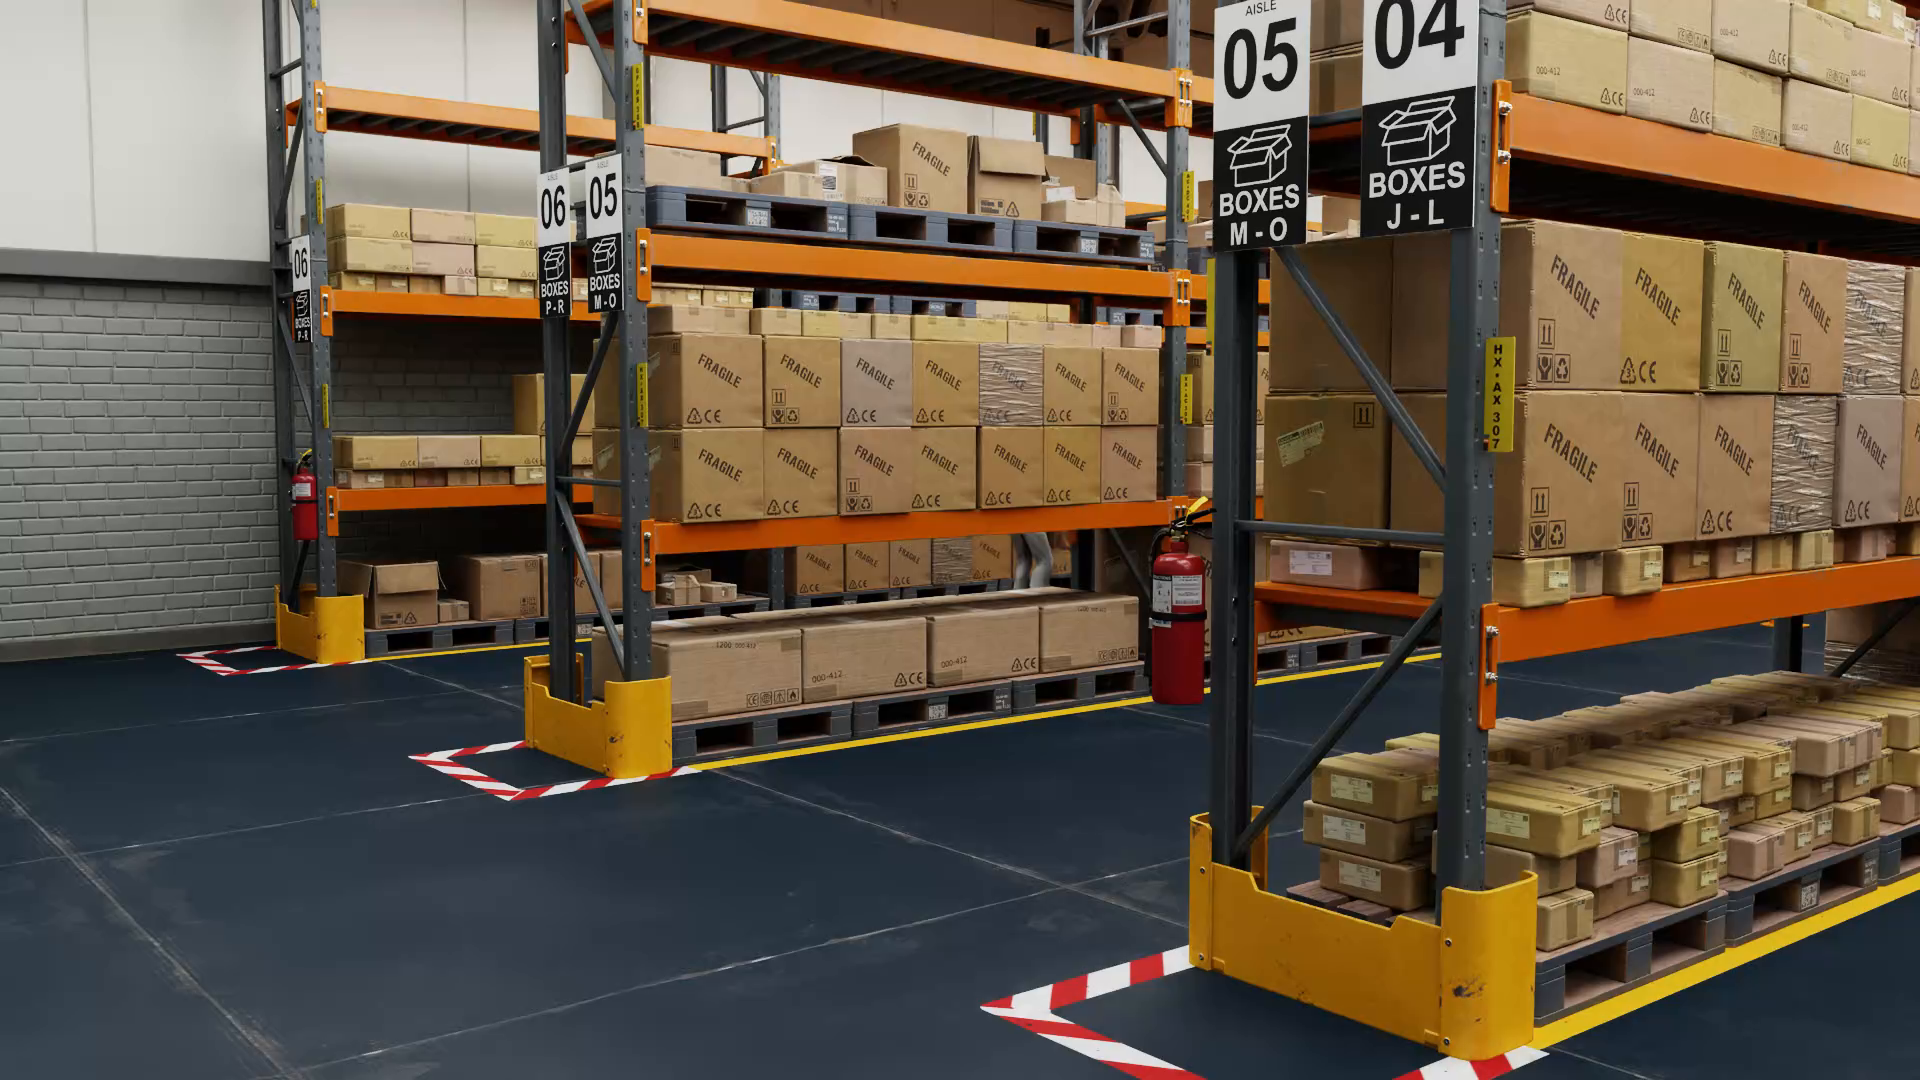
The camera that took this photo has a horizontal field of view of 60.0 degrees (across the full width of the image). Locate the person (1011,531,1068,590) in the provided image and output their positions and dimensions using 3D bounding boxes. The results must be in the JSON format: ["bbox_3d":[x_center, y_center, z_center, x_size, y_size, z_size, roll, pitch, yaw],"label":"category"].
[{"bbox_3d":[0.747,-0.080,15.691,0.629,1.539,0.412,-4,6,-41],"label":"person"}]
